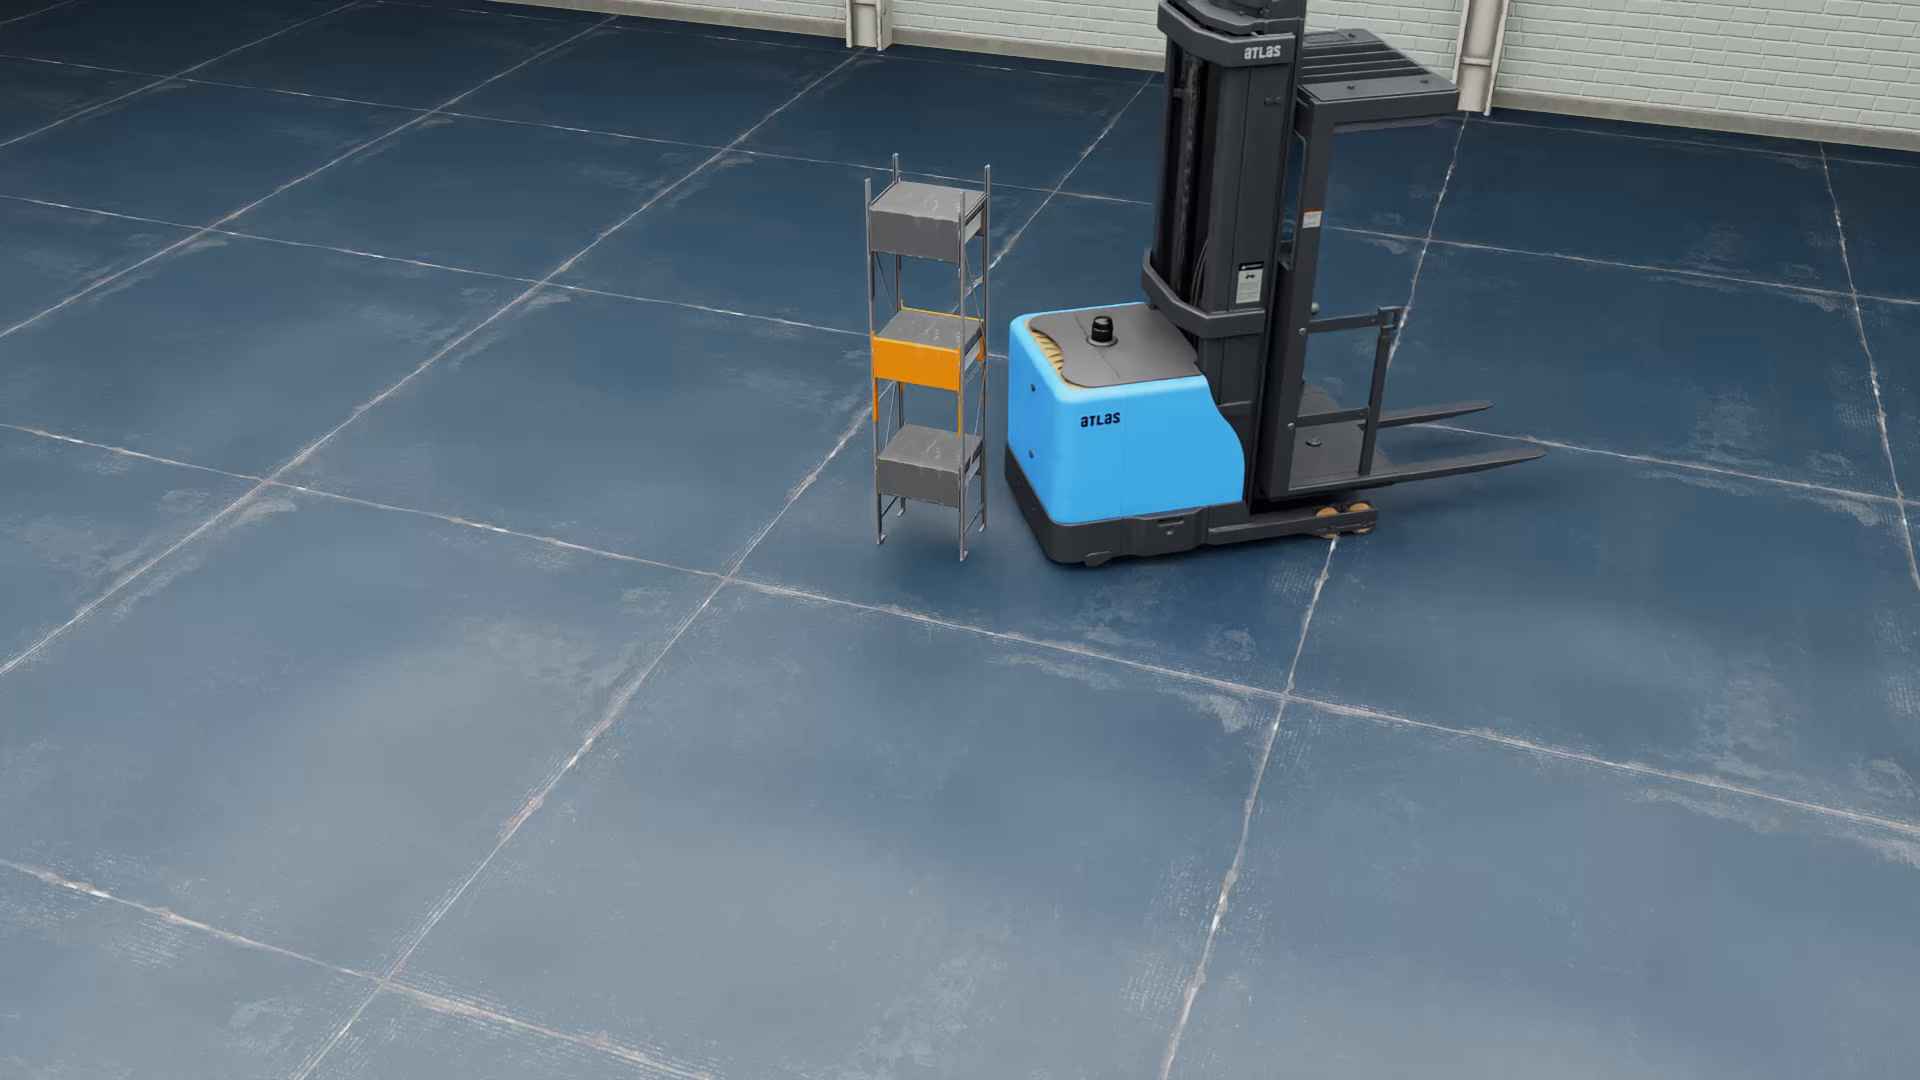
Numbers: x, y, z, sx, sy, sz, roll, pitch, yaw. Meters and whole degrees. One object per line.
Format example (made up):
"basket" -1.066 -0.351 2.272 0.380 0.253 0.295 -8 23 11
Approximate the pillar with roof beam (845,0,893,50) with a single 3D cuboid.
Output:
"pillar with roof beam" -2.381 -6.684 11.275 0.400 9.000 9.100 11 34 16

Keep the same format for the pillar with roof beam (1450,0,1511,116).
"pillar with roof beam" 3.267 -5.586 9.574 0.400 9.000 9.100 11 34 16

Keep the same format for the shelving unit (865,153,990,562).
"shelving unit" -0.156 -0.912 8.695 0.503 2.100 0.431 11 34 16

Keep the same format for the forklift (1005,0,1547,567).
"forklift" 1.834 -1.511 8.857 3.031 2.935 1.130 -8 34 -12

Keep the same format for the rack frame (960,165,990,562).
"rack frame" 0.074 -0.868 8.626 0.015 2.100 0.400 11 34 16

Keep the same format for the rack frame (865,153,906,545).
"rack frame" -0.386 -0.957 8.765 0.015 2.100 0.400 11 34 16

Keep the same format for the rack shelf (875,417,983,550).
"rack shelf" -0.156 -0.313 9.083 0.480 0.518 0.431 11 34 16

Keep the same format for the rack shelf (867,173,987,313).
"rack shelf" -0.156 -1.489 8.323 0.480 0.518 0.431 11 34 16

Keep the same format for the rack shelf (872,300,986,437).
"rack shelf" -0.156 -0.901 8.703 0.480 0.518 0.431 11 34 16
